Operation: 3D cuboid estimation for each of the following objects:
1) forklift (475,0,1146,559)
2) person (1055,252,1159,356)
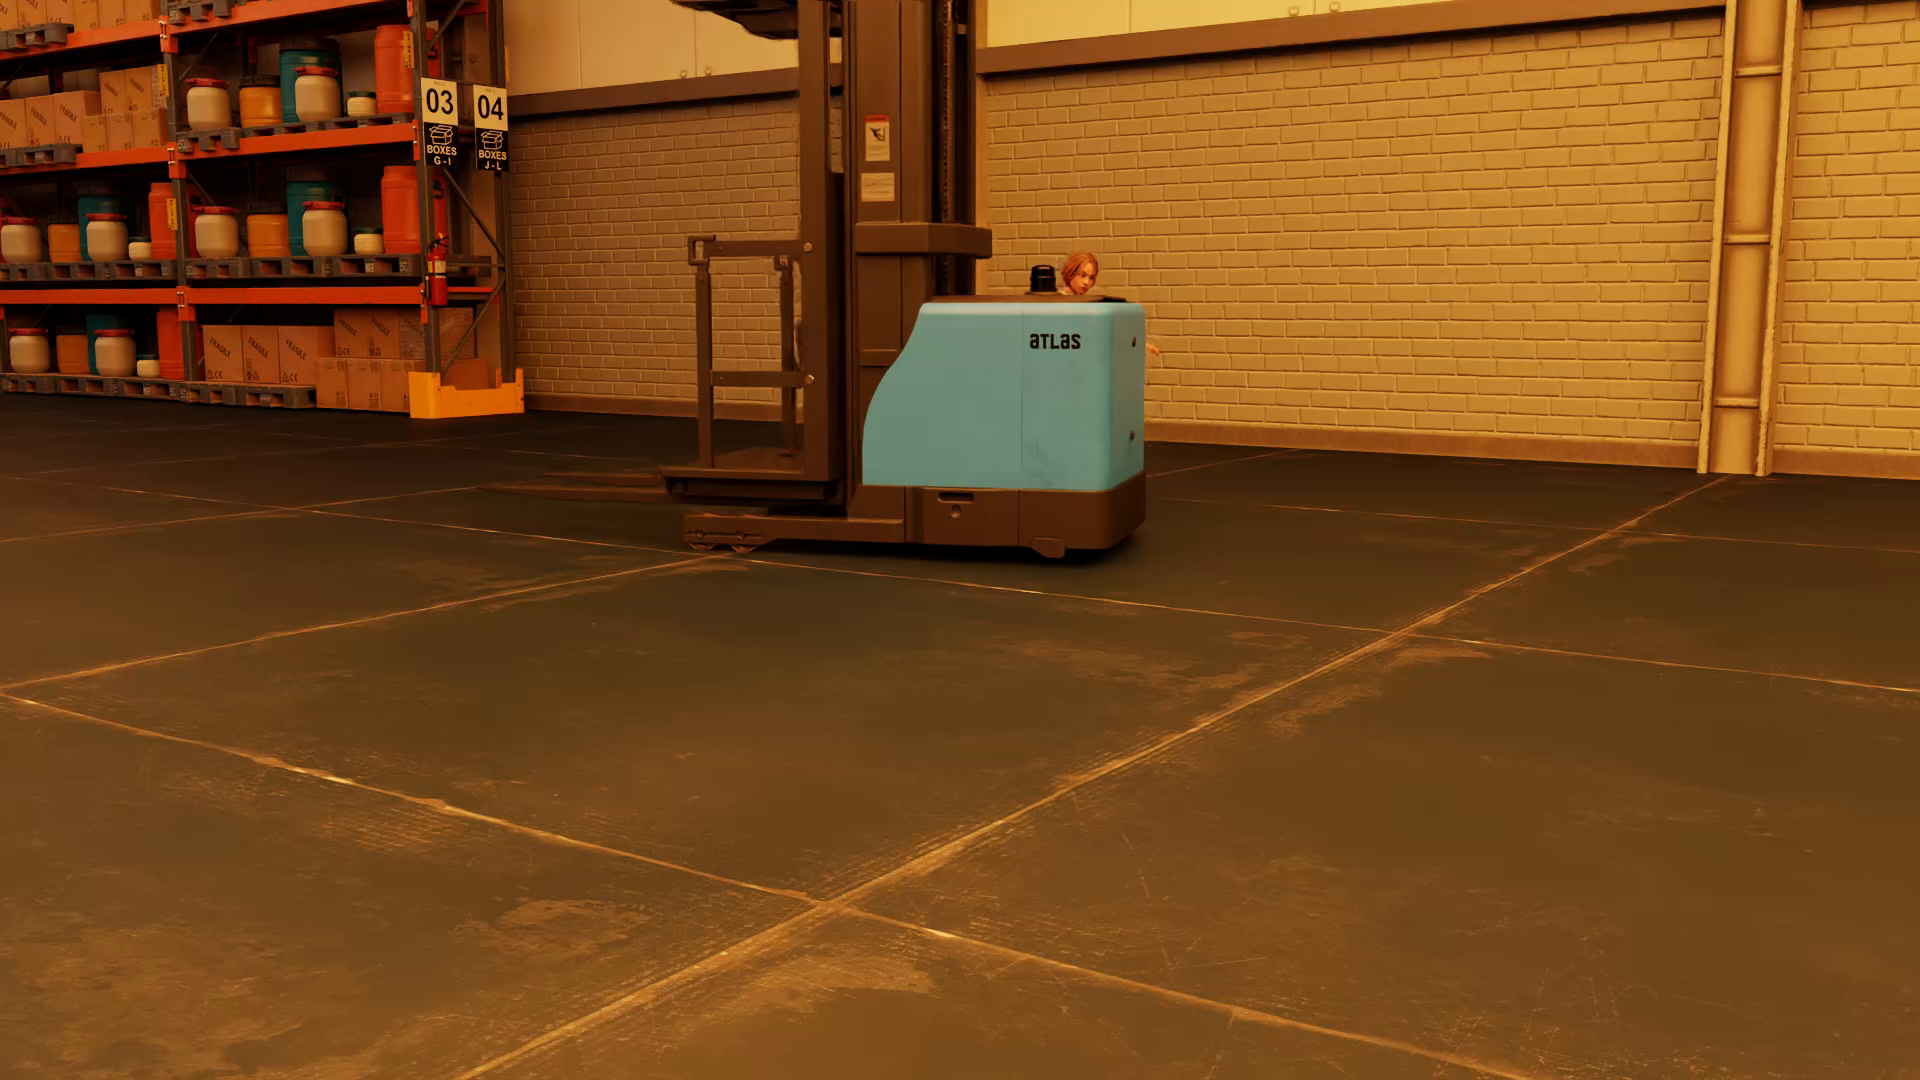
[{"bbox_3d":[-0.716,-1.464,7.491,3.031,2.935,1.130,2,8,15],"label":"forklift"},{"bbox_3d":[0.724,-0.879,9.065,1.037,1.374,0.727,-4,9,-26],"label":"person"}]
